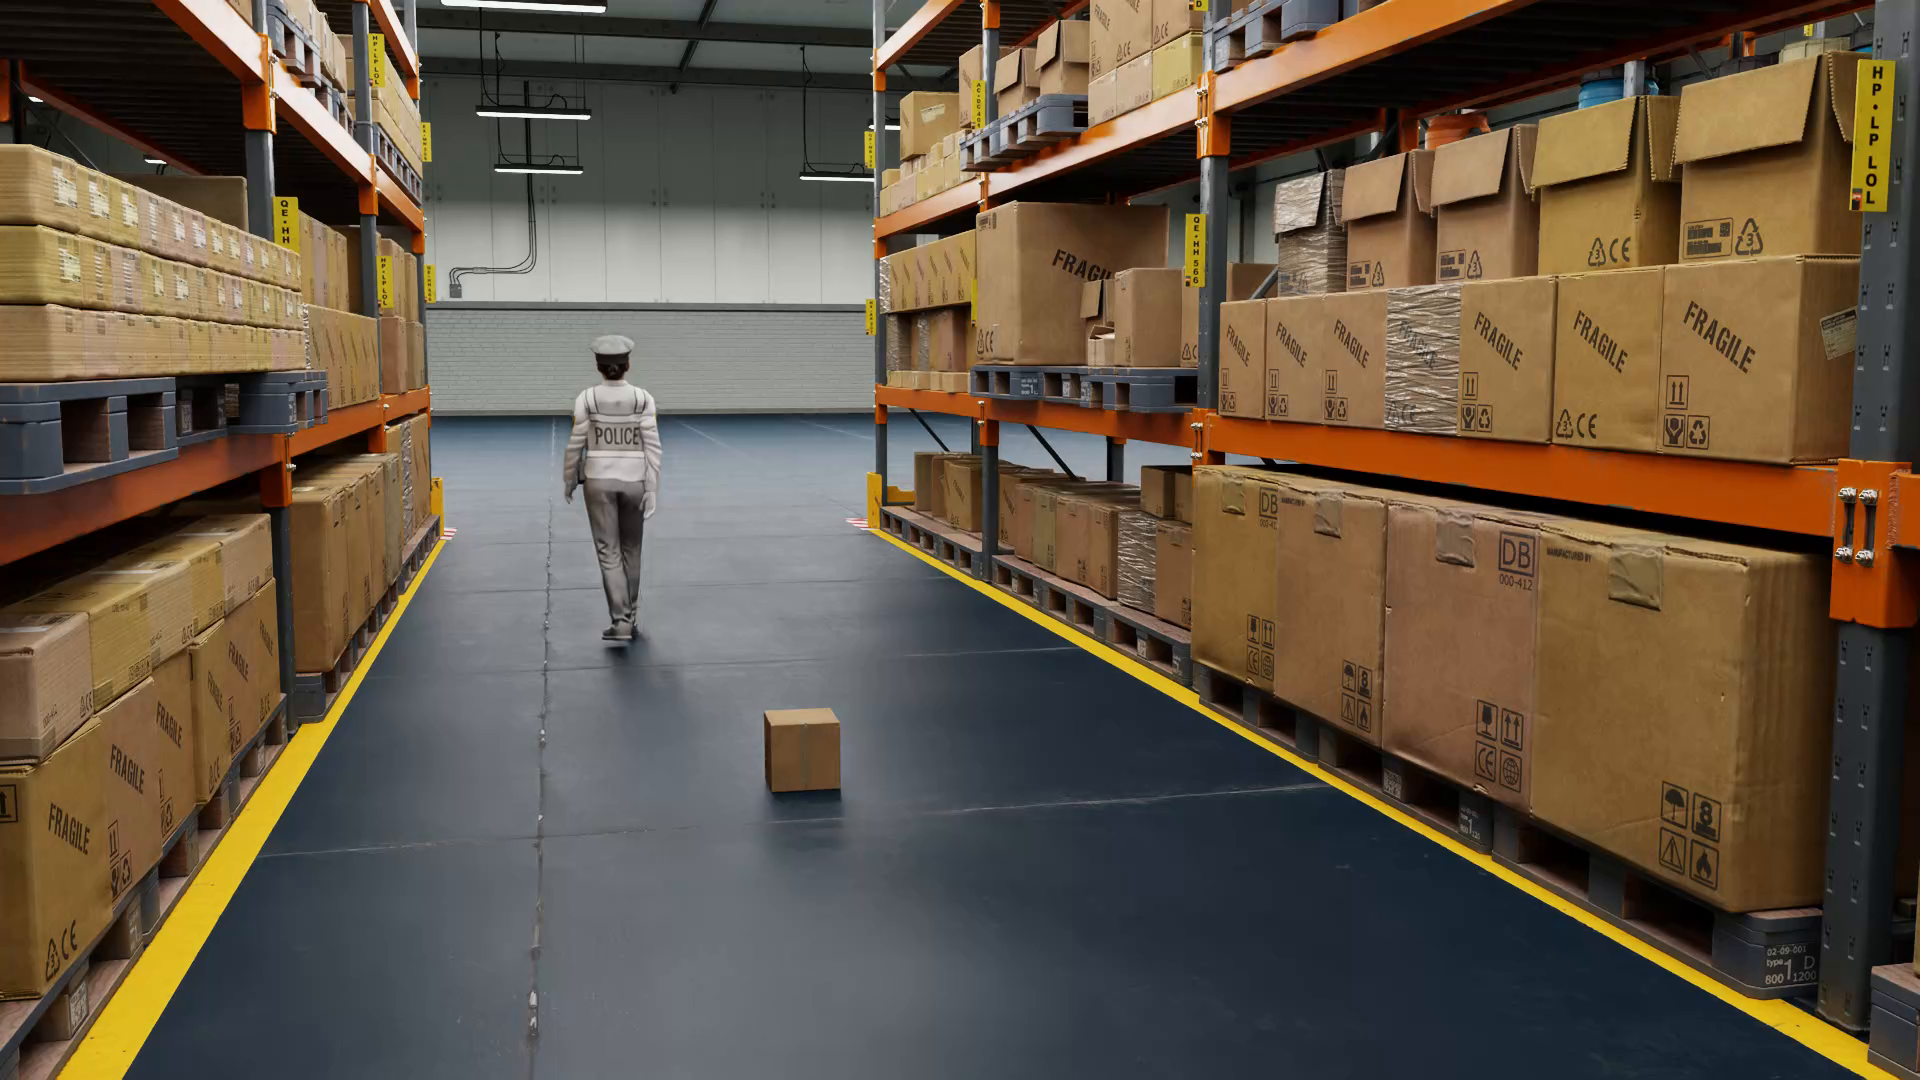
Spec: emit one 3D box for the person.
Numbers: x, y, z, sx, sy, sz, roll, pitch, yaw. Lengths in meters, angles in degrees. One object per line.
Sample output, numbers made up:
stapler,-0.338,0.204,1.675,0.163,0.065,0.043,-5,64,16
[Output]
person,-1.935,-0.293,9.188,0.493,1.675,0.849,-3,7,-25
